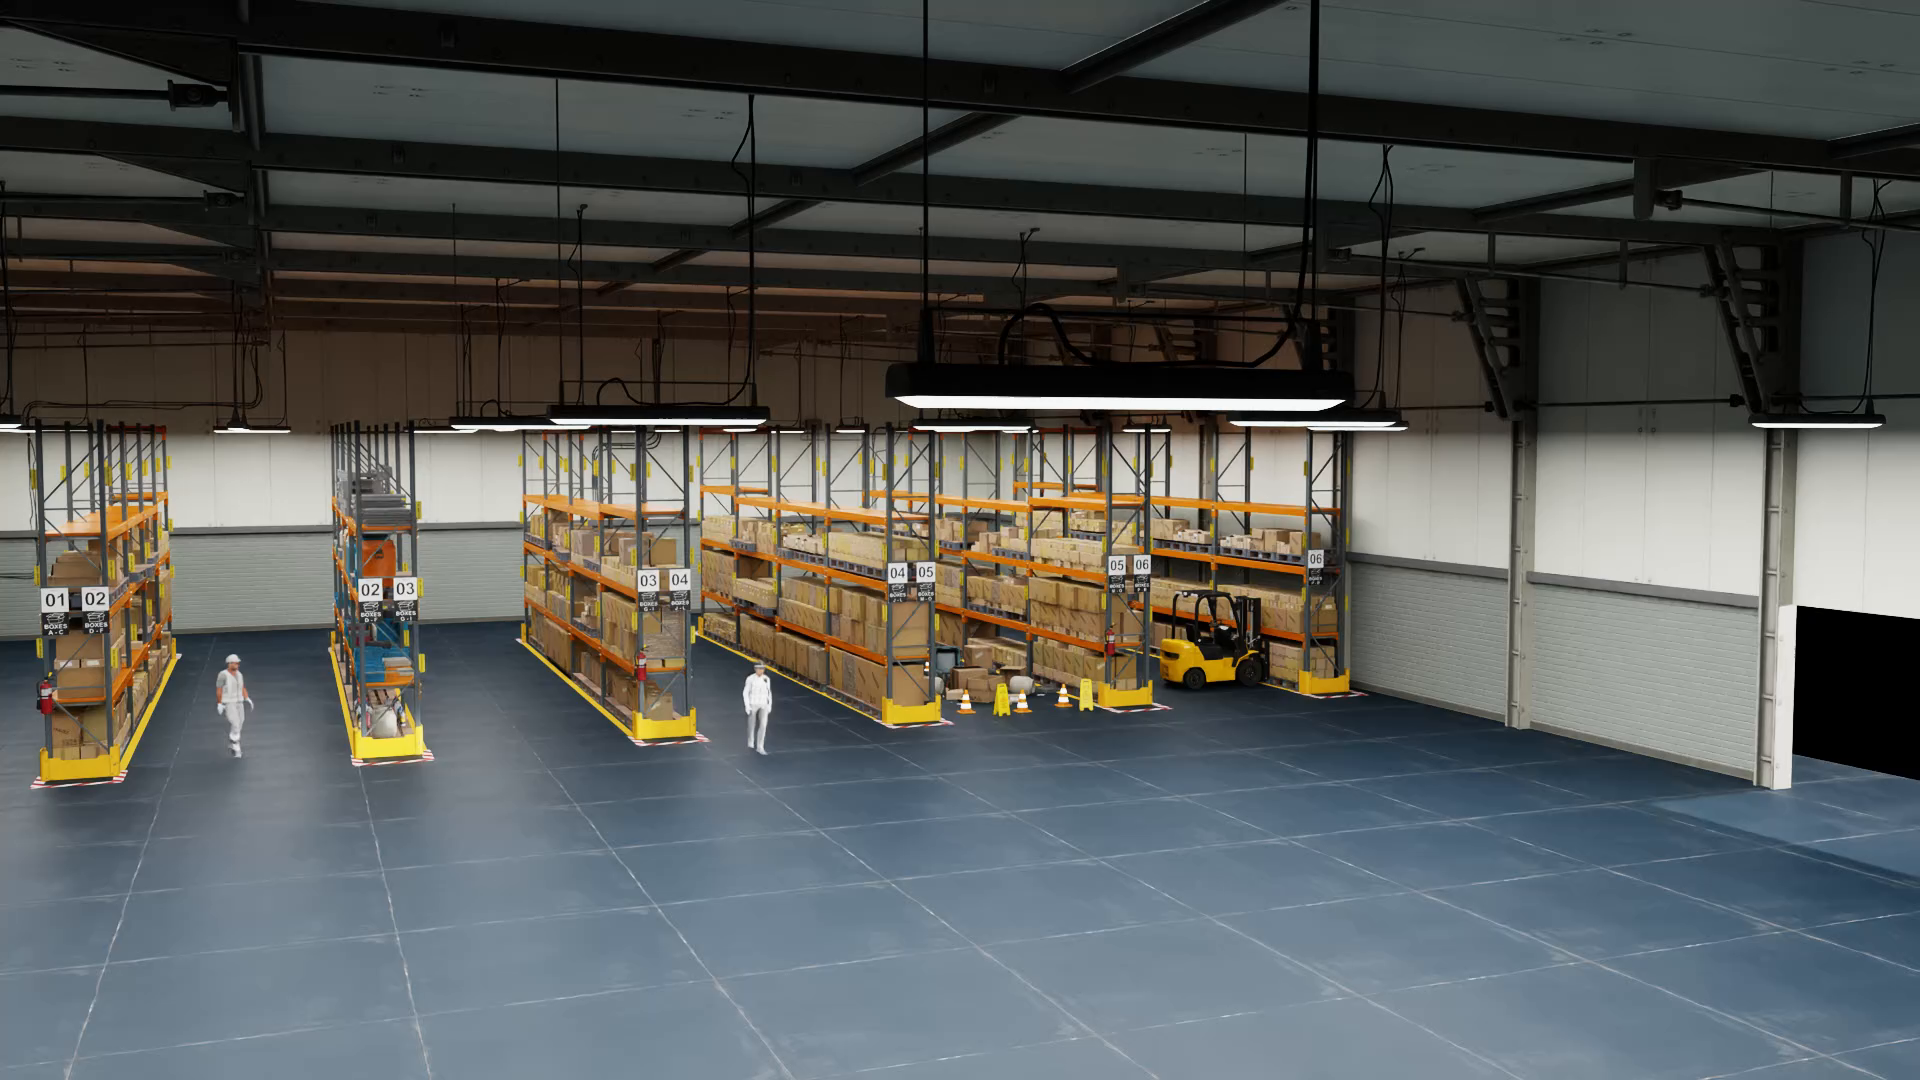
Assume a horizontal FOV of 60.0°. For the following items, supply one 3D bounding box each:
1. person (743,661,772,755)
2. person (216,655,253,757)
[{"bbox_3d":[-3.653,3.028,30.199,0.563,1.667,0.705,-2,4,-25],"label":"person"},{"bbox_3d":[-13.007,2.985,29.860,0.508,1.847,0.576,2,4,23],"label":"person"}]
